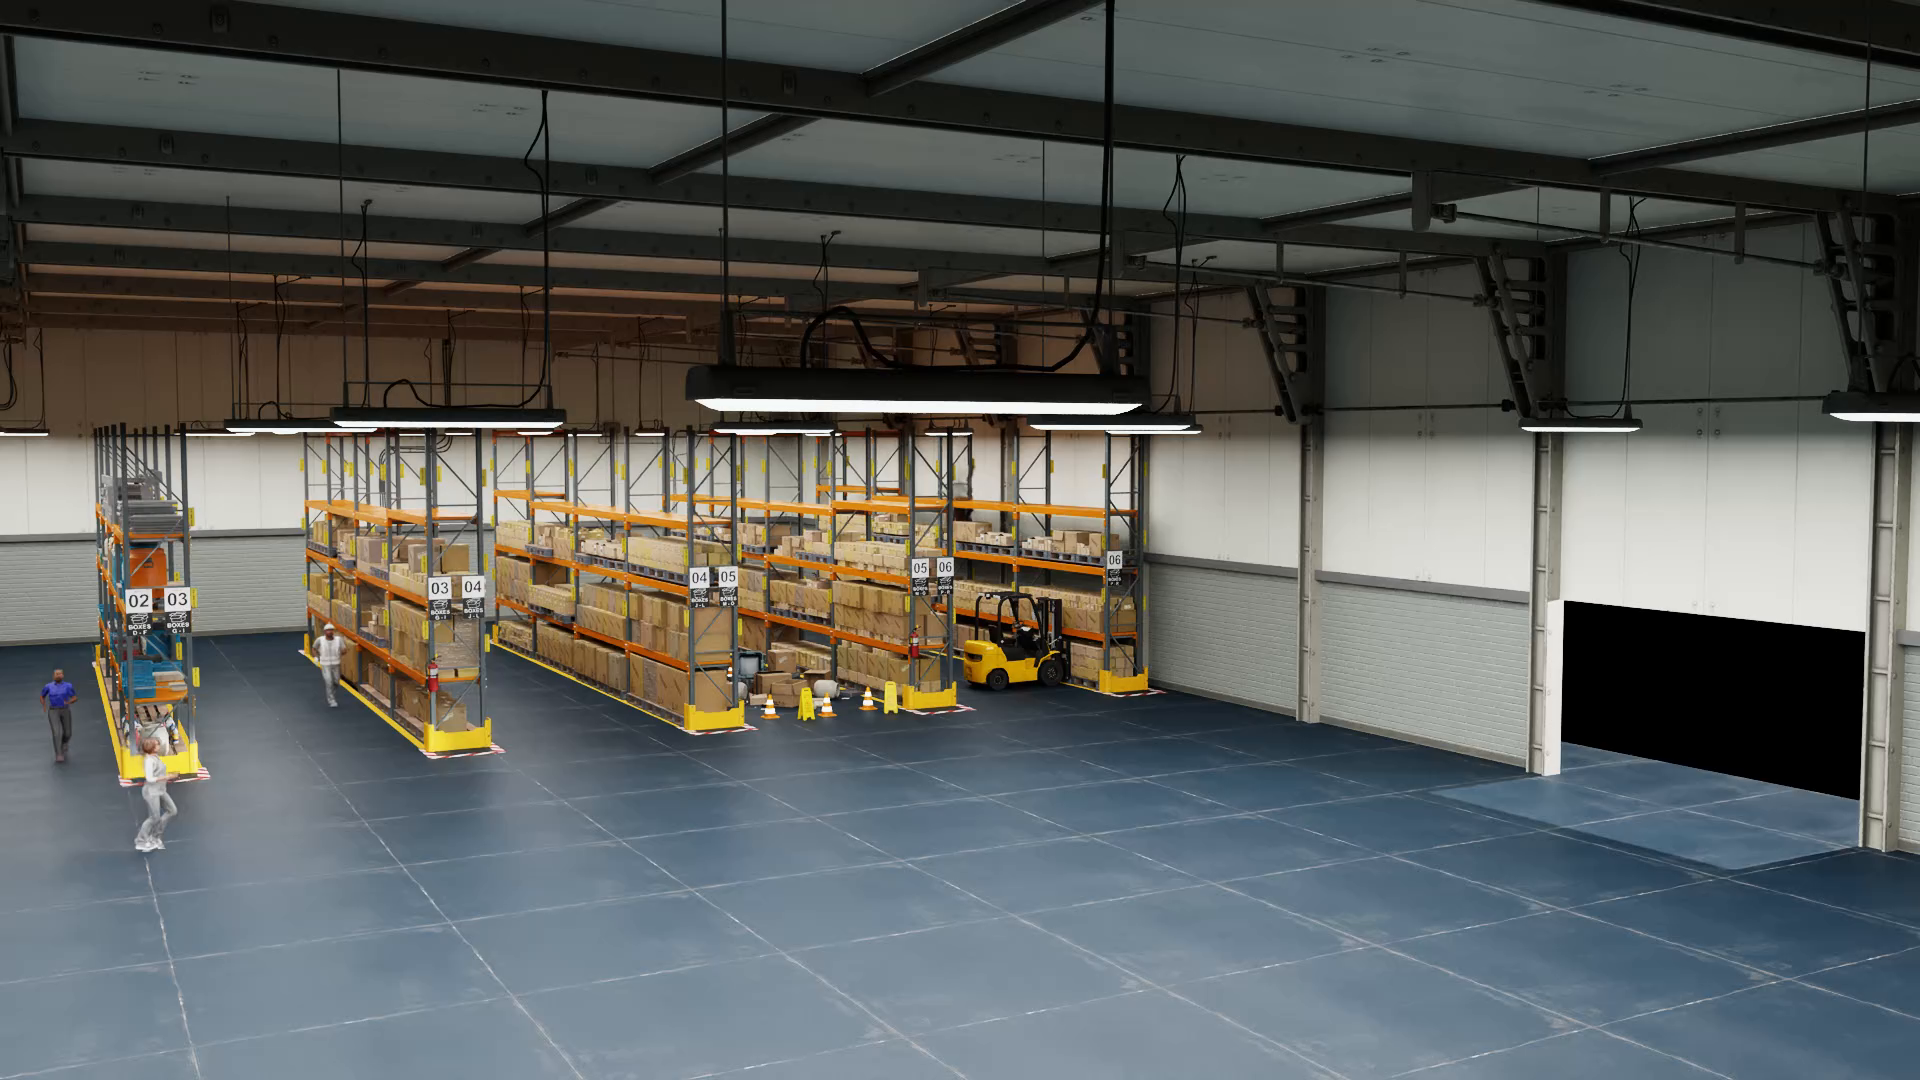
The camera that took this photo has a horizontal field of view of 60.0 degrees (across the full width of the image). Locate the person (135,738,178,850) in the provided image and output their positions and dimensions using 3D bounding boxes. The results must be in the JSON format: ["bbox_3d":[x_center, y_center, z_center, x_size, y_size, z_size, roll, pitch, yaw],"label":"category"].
[{"bbox_3d":[-11.129,3.529,23.057,0.614,1.593,0.516,-1,4,-10],"label":"person"}]

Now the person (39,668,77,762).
[{"bbox_3d":[-16.099,3.111,29.714,0.588,1.612,0.822,-2,4,-33],"label":"person"}]

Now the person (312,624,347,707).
[{"bbox_3d":[-13.521,2.671,35.687,0.689,1.762,0.877,-2,4,-31],"label":"person"}]

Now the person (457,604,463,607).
[{"bbox_3d":[-14.150,2.031,46.894,0.709,1.717,0.499,1,4,20],"label":"person"}]
